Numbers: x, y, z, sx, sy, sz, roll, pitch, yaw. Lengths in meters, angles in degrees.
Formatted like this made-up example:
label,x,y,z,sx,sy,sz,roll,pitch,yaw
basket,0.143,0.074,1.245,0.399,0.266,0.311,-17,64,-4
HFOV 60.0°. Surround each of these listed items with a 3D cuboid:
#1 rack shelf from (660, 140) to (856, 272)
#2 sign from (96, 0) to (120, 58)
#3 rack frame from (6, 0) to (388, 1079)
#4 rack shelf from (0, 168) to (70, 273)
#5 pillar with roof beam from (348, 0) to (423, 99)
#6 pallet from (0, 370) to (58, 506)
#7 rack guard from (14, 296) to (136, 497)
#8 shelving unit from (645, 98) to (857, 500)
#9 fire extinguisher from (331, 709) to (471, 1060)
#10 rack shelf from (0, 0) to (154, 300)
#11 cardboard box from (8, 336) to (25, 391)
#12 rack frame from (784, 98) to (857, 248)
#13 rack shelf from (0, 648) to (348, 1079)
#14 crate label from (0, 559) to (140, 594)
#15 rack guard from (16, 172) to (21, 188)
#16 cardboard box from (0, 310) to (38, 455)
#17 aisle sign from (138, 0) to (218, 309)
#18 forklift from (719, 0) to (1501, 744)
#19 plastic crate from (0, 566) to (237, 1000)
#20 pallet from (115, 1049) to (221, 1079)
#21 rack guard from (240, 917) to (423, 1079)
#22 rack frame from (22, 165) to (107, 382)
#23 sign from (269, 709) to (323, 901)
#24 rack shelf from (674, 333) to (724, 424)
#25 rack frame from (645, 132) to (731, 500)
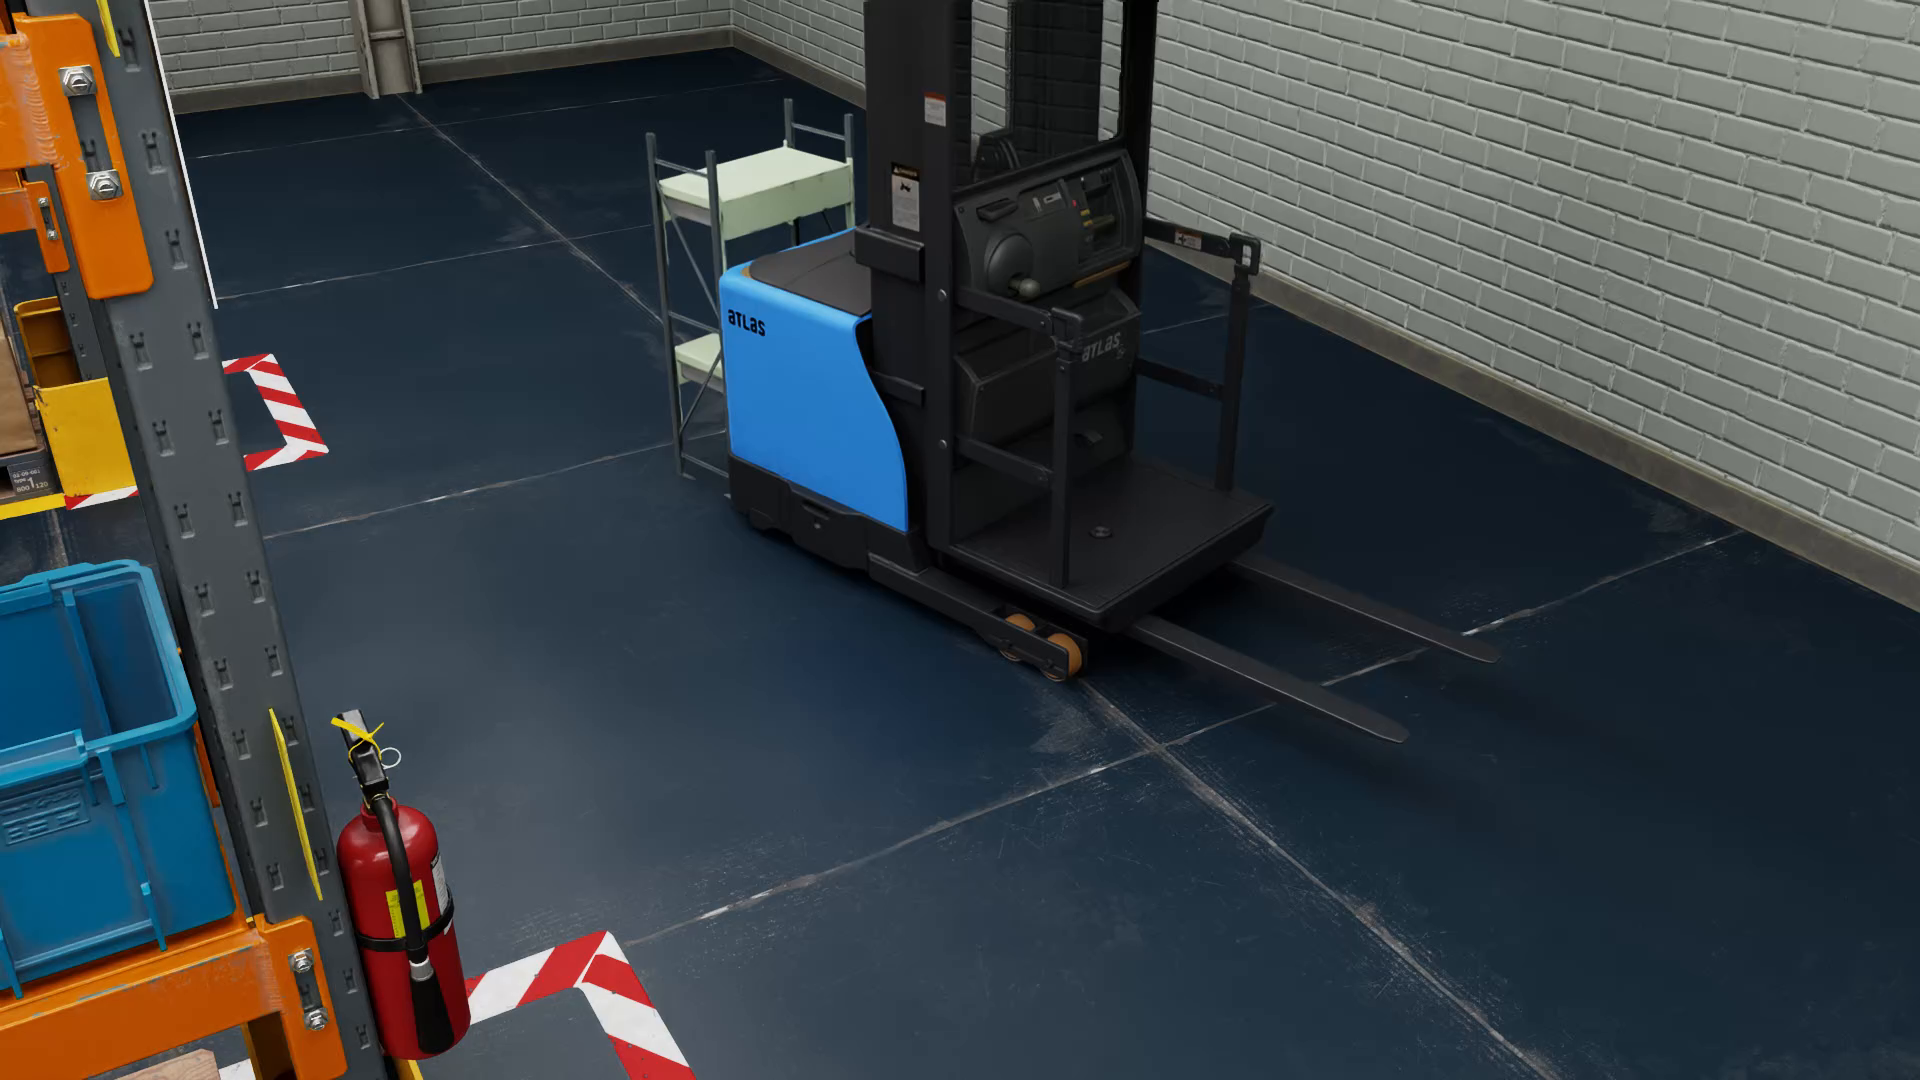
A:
label,x,y,z,sx,sy,sz,roll,pitch,yaw
rack shelf,-0.836,-1.355,6.844,0.431,0.370,0.720,24,37,36
sign,-1.076,-0.765,2.035,0.005,0.325,0.100,-16,33,-26
rack frame,-1.369,0.278,3.142,0.127,3.000,1.000,-16,33,-26
rack shelf,-5.599,-0.982,6.170,4.000,0.370,1.077,-16,33,-26
pillar with roof beam,-2.317,-5.704,7.772,0.400,9.000,9.100,-16,33,-26
pallet,-4.627,-0.352,7.169,1.213,0.211,1.003,-16,33,-26
rack guard,-3.940,-0.674,7.453,0.348,0.500,1.175,-16,33,-26
shelving unit,-0.836,-1.013,7.032,0.431,1.500,0.755,24,37,36
fire extinguisher,-1.008,0.627,2.975,0.183,0.674,0.296,-16,33,-26
rack shelf,-3.093,-0.231,1.704,4.000,0.370,1.077,-16,33,-26
cardboard box,-4.410,-0.772,7.539,0.250,0.149,0.380,-16,33,-26
rack frame,-0.589,-1.143,7.269,0.400,1.500,0.023,24,37,36
rack shelf,-3.093,1.082,2.429,4.000,0.370,1.077,-16,33,-26
crate label,-1.748,0.248,3.307,0.303,0.233,0.416,-16,33,-26
rack guard,-6.367,-2.761,11.235,0.348,0.500,1.175,-16,33,-26
cardboard box,-4.219,-0.649,6.954,0.500,0.500,0.500,-16,33,-26
aisle sign,-1.158,-0.756,2.325,0.004,0.787,0.394,-16,33,-26
forklift,0.477,-1.072,5.659,3.031,2.935,1.130,24,37,36
plastic crate,-1.563,0.396,2.830,0.499,0.435,0.616,-16,33,-26
pallet,-2.099,1.684,3.480,1.213,0.211,1.003,-16,33,-26
rack guard,-1.354,1.361,3.767,0.348,0.500,1.175,-16,33,-26
rack frame,-3.875,-1.787,6.883,0.127,3.000,1.000,-16,33,-26
sign,-1.076,0.431,2.695,0.005,0.325,0.100,-16,33,-26
rack shelf,-0.836,-0.727,7.190,0.431,0.370,0.720,24,37,36
rack frame,-1.083,-0.882,6.796,0.400,1.500,0.023,24,37,36
